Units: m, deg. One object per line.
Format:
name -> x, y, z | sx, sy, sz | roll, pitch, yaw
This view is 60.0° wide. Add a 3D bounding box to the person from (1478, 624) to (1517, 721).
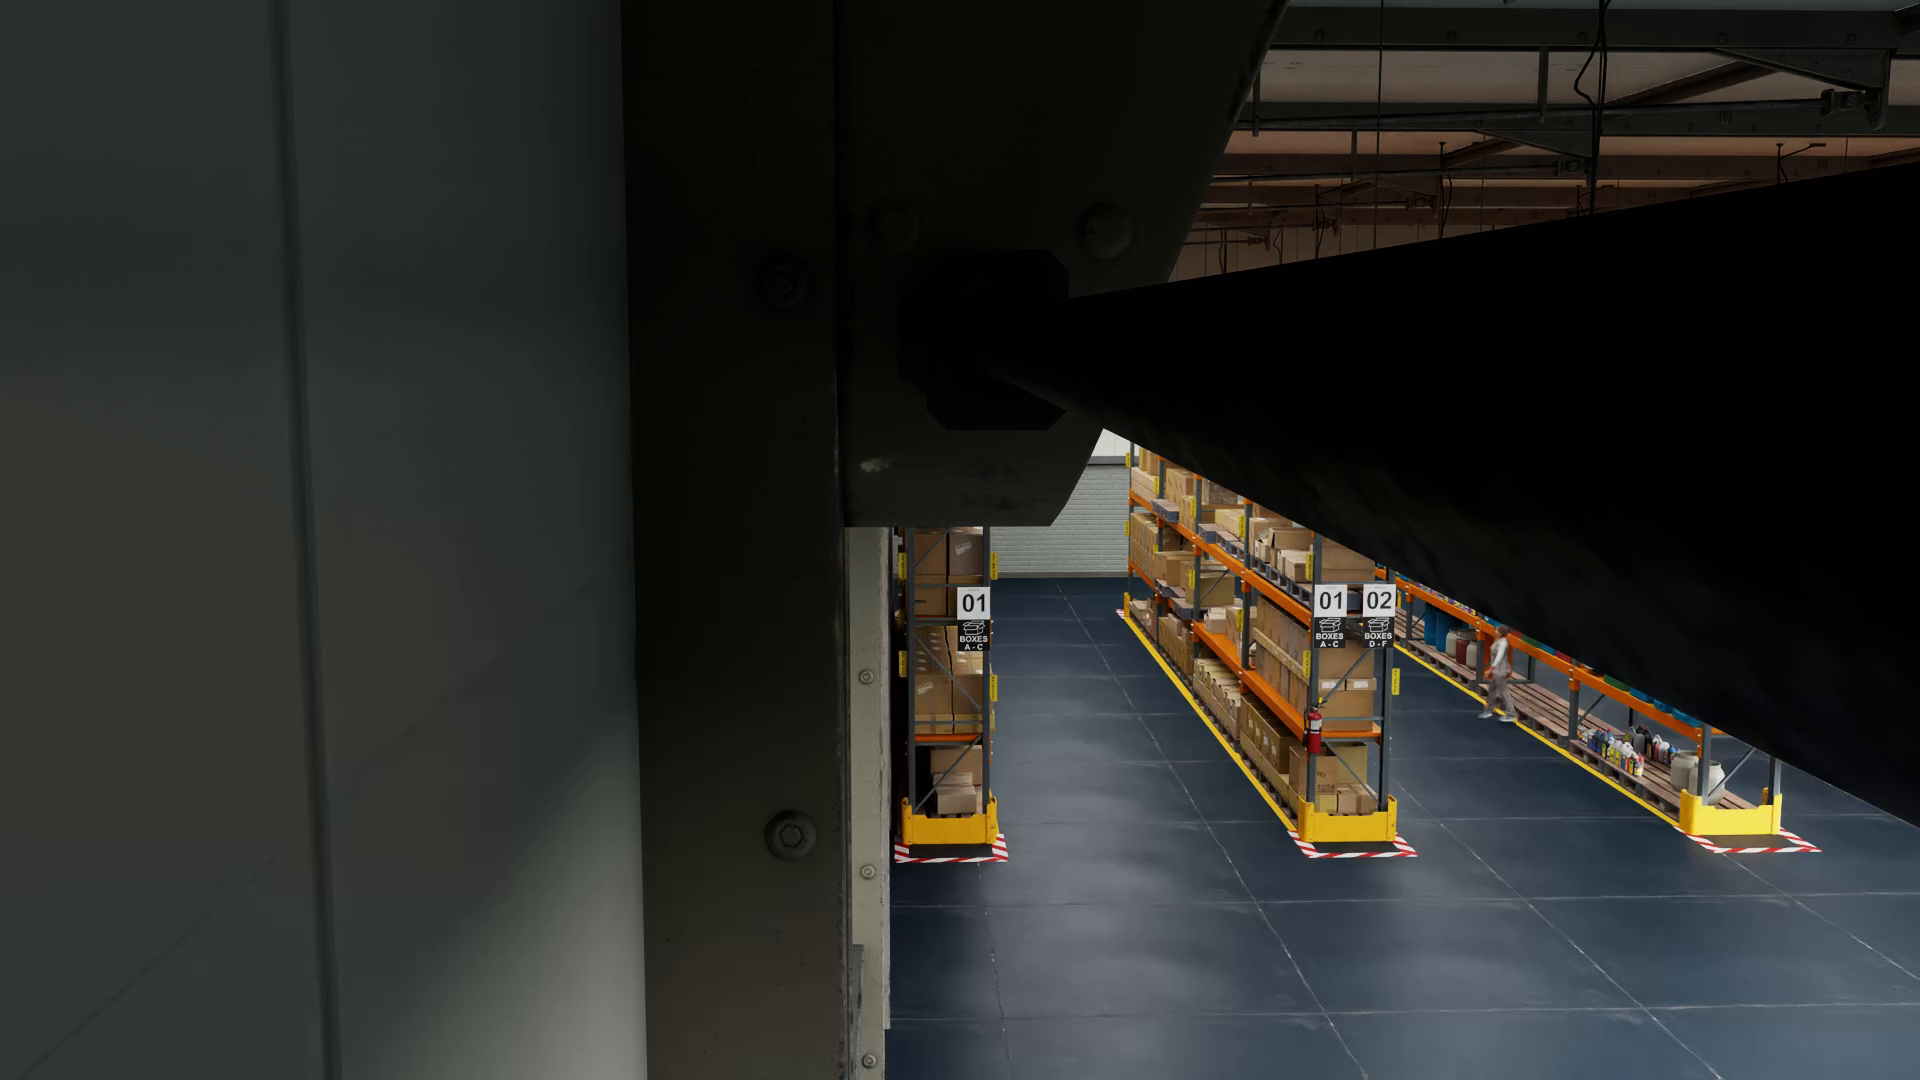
person -> 8.628, 2.141, 26.699 | 0.695, 1.618, 0.549 | 6, 9, 39
